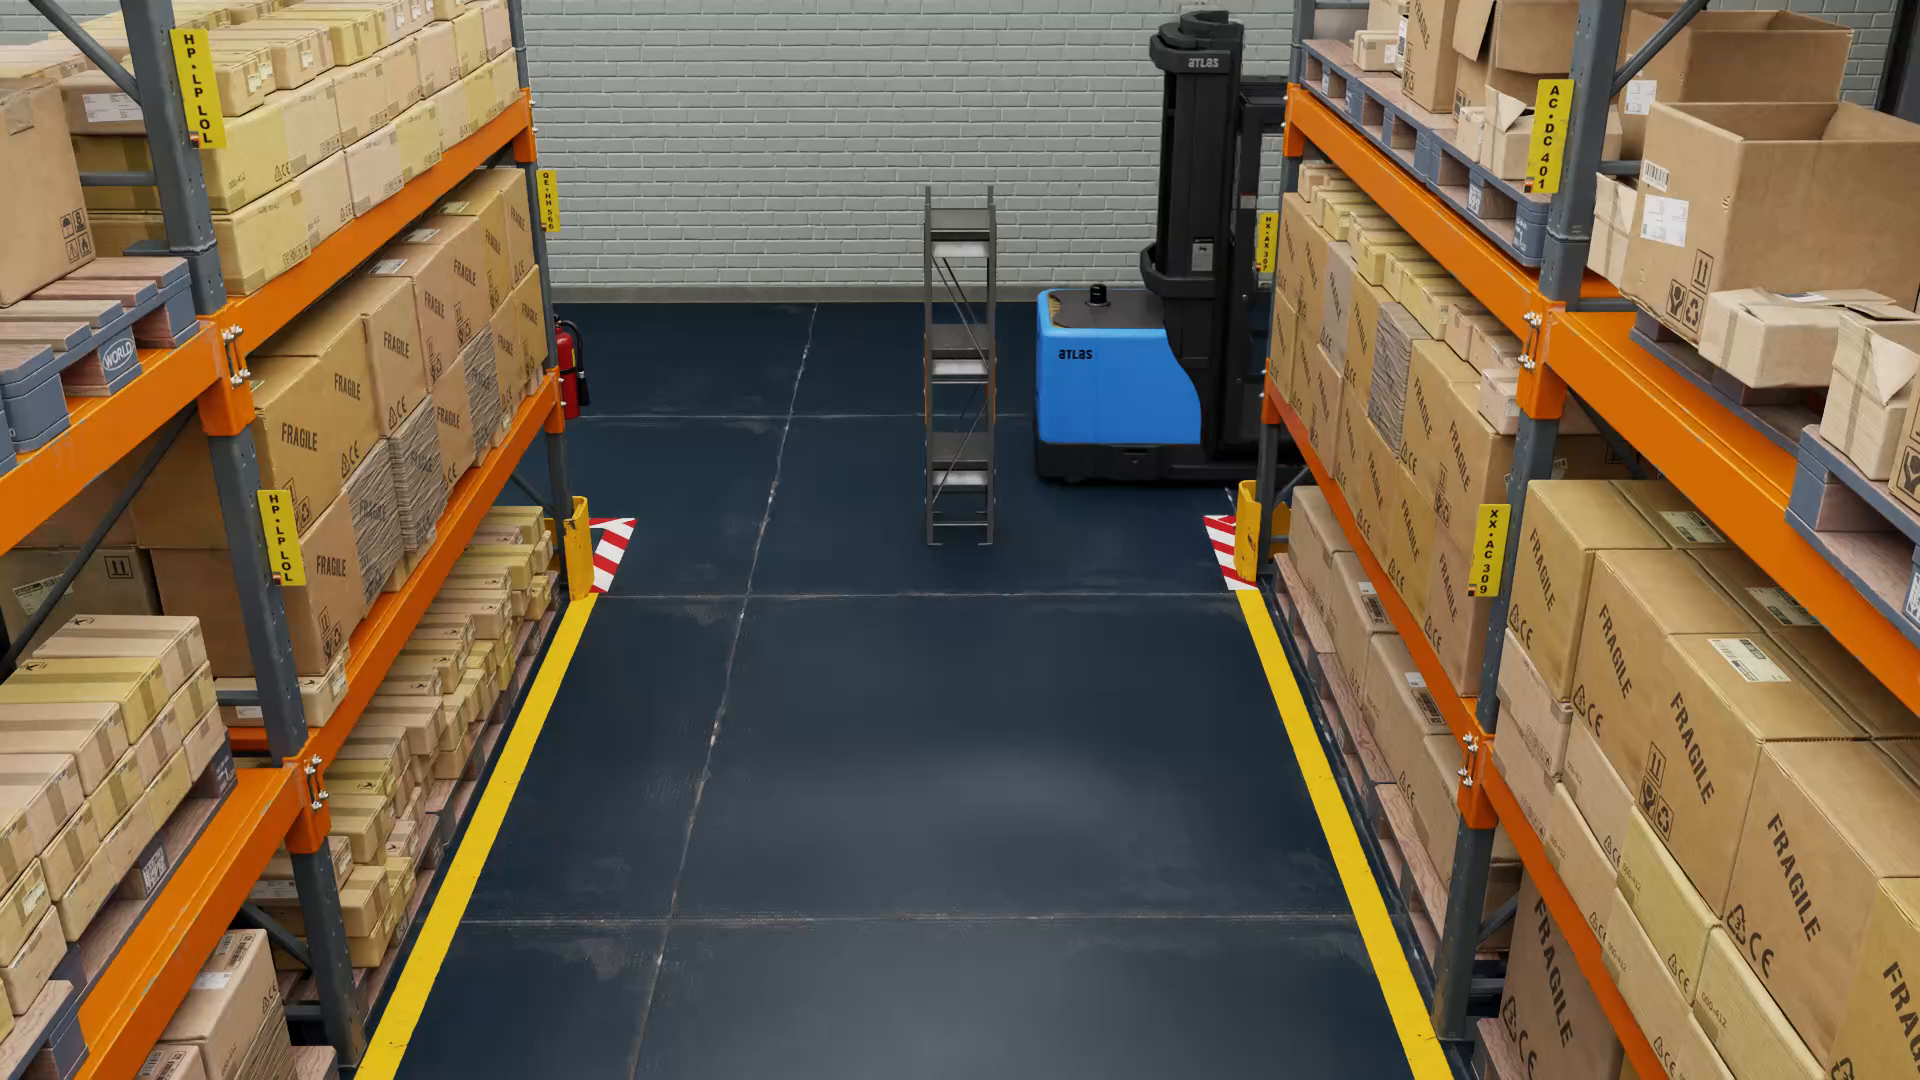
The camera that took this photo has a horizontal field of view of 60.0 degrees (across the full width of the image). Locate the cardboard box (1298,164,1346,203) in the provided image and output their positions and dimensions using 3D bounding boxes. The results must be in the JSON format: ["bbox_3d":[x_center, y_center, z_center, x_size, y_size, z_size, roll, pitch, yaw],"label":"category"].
[{"bbox_3d":[1.951,-1.834,8.544,0.380,0.149,0.250,0,24,1],"label":"cardboard box"}]

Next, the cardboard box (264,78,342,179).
[{"bbox_3d":[-2.447,-1.404,5.650,0.500,0.250,0.500,0,24,-1],"label":"cardboard box"}]

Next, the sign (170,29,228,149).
[{"bbox_3d":[-2.126,-1.259,4.648,0.100,0.325,0.005,0,24,-1],"label":"sign"}]

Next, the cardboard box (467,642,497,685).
[{"bbox_3d":[-2.424,0.600,7.872,0.380,0.149,0.250,1,24,2],"label":"cardboard box"}]

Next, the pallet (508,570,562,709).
[{"bbox_3d":[-2.751,0.515,8.854,1.003,0.211,1.213,0,24,-1],"label":"pallet"}]

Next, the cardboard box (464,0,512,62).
[{"bbox_3d":[-2.465,-2.459,7.982,0.500,0.250,0.500,-1,24,-2],"label":"cardboard box"}]

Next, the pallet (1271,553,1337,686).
[{"bbox_3d":[2.311,0.414,9.078,1.003,0.211,1.213,0,24,-1],"label":"pallet"}]

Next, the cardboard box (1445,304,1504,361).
[{"bbox_3d":[2.038,-0.775,6.202,0.380,0.149,0.250,0,24,-1],"label":"cardboard box"}]

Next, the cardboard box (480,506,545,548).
[{"bbox_3d":[-2.466,-0.068,8.988,0.380,0.149,0.250,0,24,0],"label":"cardboard box"}]

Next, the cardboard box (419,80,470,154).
[{"bbox_3d":[-2.451,-1.819,7.174,0.500,0.250,0.500,1,24,2],"label":"cardboard box"}]

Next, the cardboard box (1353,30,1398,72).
[{"bbox_3d":[2.006,-2.225,7.564,0.380,0.149,0.250,1,24,1],"label":"cardboard box"}]

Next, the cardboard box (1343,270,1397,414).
[{"bbox_3d":[1.976,-0.857,7.170,0.500,0.500,0.500,0,24,0],"label":"cardboard box"}]

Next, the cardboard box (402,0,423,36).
[{"bbox_3d":[-2.445,-2.166,6.850,0.380,0.149,0.250,0,24,1],"label":"cardboard box"}]

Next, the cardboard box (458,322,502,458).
[{"bbox_3d":[-2.447,-0.697,7.670,0.500,0.500,0.500,0,24,0],"label":"cardboard box"}]

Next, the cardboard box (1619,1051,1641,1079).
[{"bbox_3d":[2.372,1.867,4.551,0.875,0.875,0.875,0,24,1],"label":"cardboard box"}]

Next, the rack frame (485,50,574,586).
[{"bbox_3d":[-2.725,-1.121,9.089,1.000,3.000,0.127,0,24,-1],"label":"rack frame"}]

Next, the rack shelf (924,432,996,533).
[{"bbox_3d":[-0.002,-0.375,10.262,0.431,0.518,0.480,0,24,-1],"label":"rack shelf"}]

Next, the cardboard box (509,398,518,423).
[{"bbox_3d":[-2.456,-0.668,8.392,0.380,0.149,0.250,0,24,-1],"label":"cardboard box"}]

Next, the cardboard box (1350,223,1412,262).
[{"bbox_3d":[1.950,-1.300,7.362,0.380,0.149,0.250,0,24,0],"label":"cardboard box"}]

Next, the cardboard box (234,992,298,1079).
[{"bbox_3d":[-2.421,1.778,5.202,0.500,0.500,0.500,-1,24,-2],"label":"cardboard box"}]

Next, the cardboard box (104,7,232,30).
[{"bbox_3d":[-3.021,-1.946,6.364,0.380,0.149,0.250,-1,24,-1],"label":"cardboard box"}]

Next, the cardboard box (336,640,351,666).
[{"bbox_3d":[-2.434,0.417,5.993,0.380,0.149,0.250,0,24,1],"label":"cardboard box"}]

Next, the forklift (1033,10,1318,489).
[{"bbox_3d":[2.031,-1.891,10.874,3.031,2.935,1.130,0,24,1],"label":"forklift"}]

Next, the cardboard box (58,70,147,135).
[{"bbox_3d":[-2.442,-1.302,4.940,0.380,0.149,0.250,-1,24,-2],"label":"cardboard box"}]

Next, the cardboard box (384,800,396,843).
[{"bbox_3d":[-2.496,1.144,6.669,0.380,0.149,0.250,0,24,-1],"label":"cardboard box"}]

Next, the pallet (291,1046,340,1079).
[{"bbox_3d":[-2.671,2.118,5.310,1.003,0.211,1.213,0,24,-1],"label":"pallet"}]

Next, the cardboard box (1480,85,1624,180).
[{"bbox_3d":[1.940,-1.341,5.467,0.396,0.266,0.258,1,24,1],"label":"cardboard box"}]

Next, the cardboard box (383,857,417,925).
[{"bbox_3d":[-2.367,1.373,6.523,0.380,0.149,0.250,0,24,1],"label":"cardboard box"}]

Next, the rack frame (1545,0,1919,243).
[{"bbox_3d":[2.267,-2.270,4.350,1.000,3.000,0.127,0,24,-1],"label":"rack frame"}]

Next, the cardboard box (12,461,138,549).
[{"bbox_3d":[-2.957,-0.302,5.583,0.500,0.500,0.500,-1,24,-2],"label":"cardboard box"}]

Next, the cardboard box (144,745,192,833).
[{"bbox_3d":[-2.475,0.720,4.814,0.380,0.149,0.250,0,24,0],"label":"cardboard box"}]

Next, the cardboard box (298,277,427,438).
[{"bbox_3d":[-2.438,-0.718,6.502,0.500,0.500,0.500,0,24,0],"label":"cardboard box"}]

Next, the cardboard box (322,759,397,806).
[{"bbox_3d":[-2.474,1.003,6.621,0.380,0.149,0.250,-1,24,-1],"label":"cardboard box"}]

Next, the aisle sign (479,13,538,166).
[{"bbox_3d":[-2.426,-2.337,8.623,0.394,0.787,0.004,0,24,-1],"label":"aisle sign"}]

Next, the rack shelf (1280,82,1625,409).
[{"bbox_3d":[2.246,-1.400,6.939,1.077,0.370,4.000,0,24,-1],"label":"rack shelf"}]

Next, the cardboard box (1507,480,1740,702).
[{"bbox_3d":[1.985,0.144,4.956,0.500,0.500,0.500,0,24,0],"label":"cardboard box"}]

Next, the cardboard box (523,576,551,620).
[{"bbox_3d":[-2.407,0.308,8.880,0.380,0.149,0.250,0,24,1],"label":"cardboard box"}]

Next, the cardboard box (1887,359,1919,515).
[{"bbox_3d":[2.002,-0.217,2.820,0.500,0.500,0.500,0,24,0],"label":"cardboard box"}]

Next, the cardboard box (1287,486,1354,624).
[{"bbox_3d":[2.331,0.062,9.072,0.875,0.438,0.875,-1,24,-2],"label":"cardboard box"}]

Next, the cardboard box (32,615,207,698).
[{"bbox_3d":[-2.482,0.343,4.924,0.380,0.149,0.250,1,24,2],"label":"cardboard box"}]

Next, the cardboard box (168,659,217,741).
[{"bbox_3d":[-2.480,0.478,4.988,0.380,0.149,0.250,0,24,1],"label":"cardboard box"}]

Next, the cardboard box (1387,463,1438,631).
[{"bbox_3d":[1.996,0.015,6.454,0.500,0.500,0.500,-1,24,-2],"label":"cardboard box"}]

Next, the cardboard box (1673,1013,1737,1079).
[{"bbox_3d":[2.001,1.344,3.820,0.500,0.250,0.500,-1,24,-1],"label":"cardboard box"}]

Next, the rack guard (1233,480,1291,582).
[{"bbox_3d":[2.223,-0.056,9.768,1.175,0.500,0.348,0,24,-1],"label":"rack guard"}]

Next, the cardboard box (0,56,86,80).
[{"bbox_3d":[-2.971,-1.418,5.196,0.380,0.149,0.250,0,24,1],"label":"cardboard box"}]

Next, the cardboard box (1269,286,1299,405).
[{"bbox_3d":[1.942,-1.032,8.770,0.500,0.500,0.500,0,24,-1],"label":"cardboard box"}]

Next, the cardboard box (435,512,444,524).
[{"bbox_3d":[-2.469,-0.130,7.201,0.380,0.149,0.250,1,24,1],"label":"cardboard box"}]

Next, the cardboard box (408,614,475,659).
[{"bbox_3d":[-2.501,0.469,7.802,0.380,0.149,0.250,-1,24,-2],"label":"cardboard box"}]

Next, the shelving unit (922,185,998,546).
[{"bbox_3d":[-0.002,-1.025,9.968,0.431,2.100,0.503,0,24,-1],"label":"shelving unit"}]
